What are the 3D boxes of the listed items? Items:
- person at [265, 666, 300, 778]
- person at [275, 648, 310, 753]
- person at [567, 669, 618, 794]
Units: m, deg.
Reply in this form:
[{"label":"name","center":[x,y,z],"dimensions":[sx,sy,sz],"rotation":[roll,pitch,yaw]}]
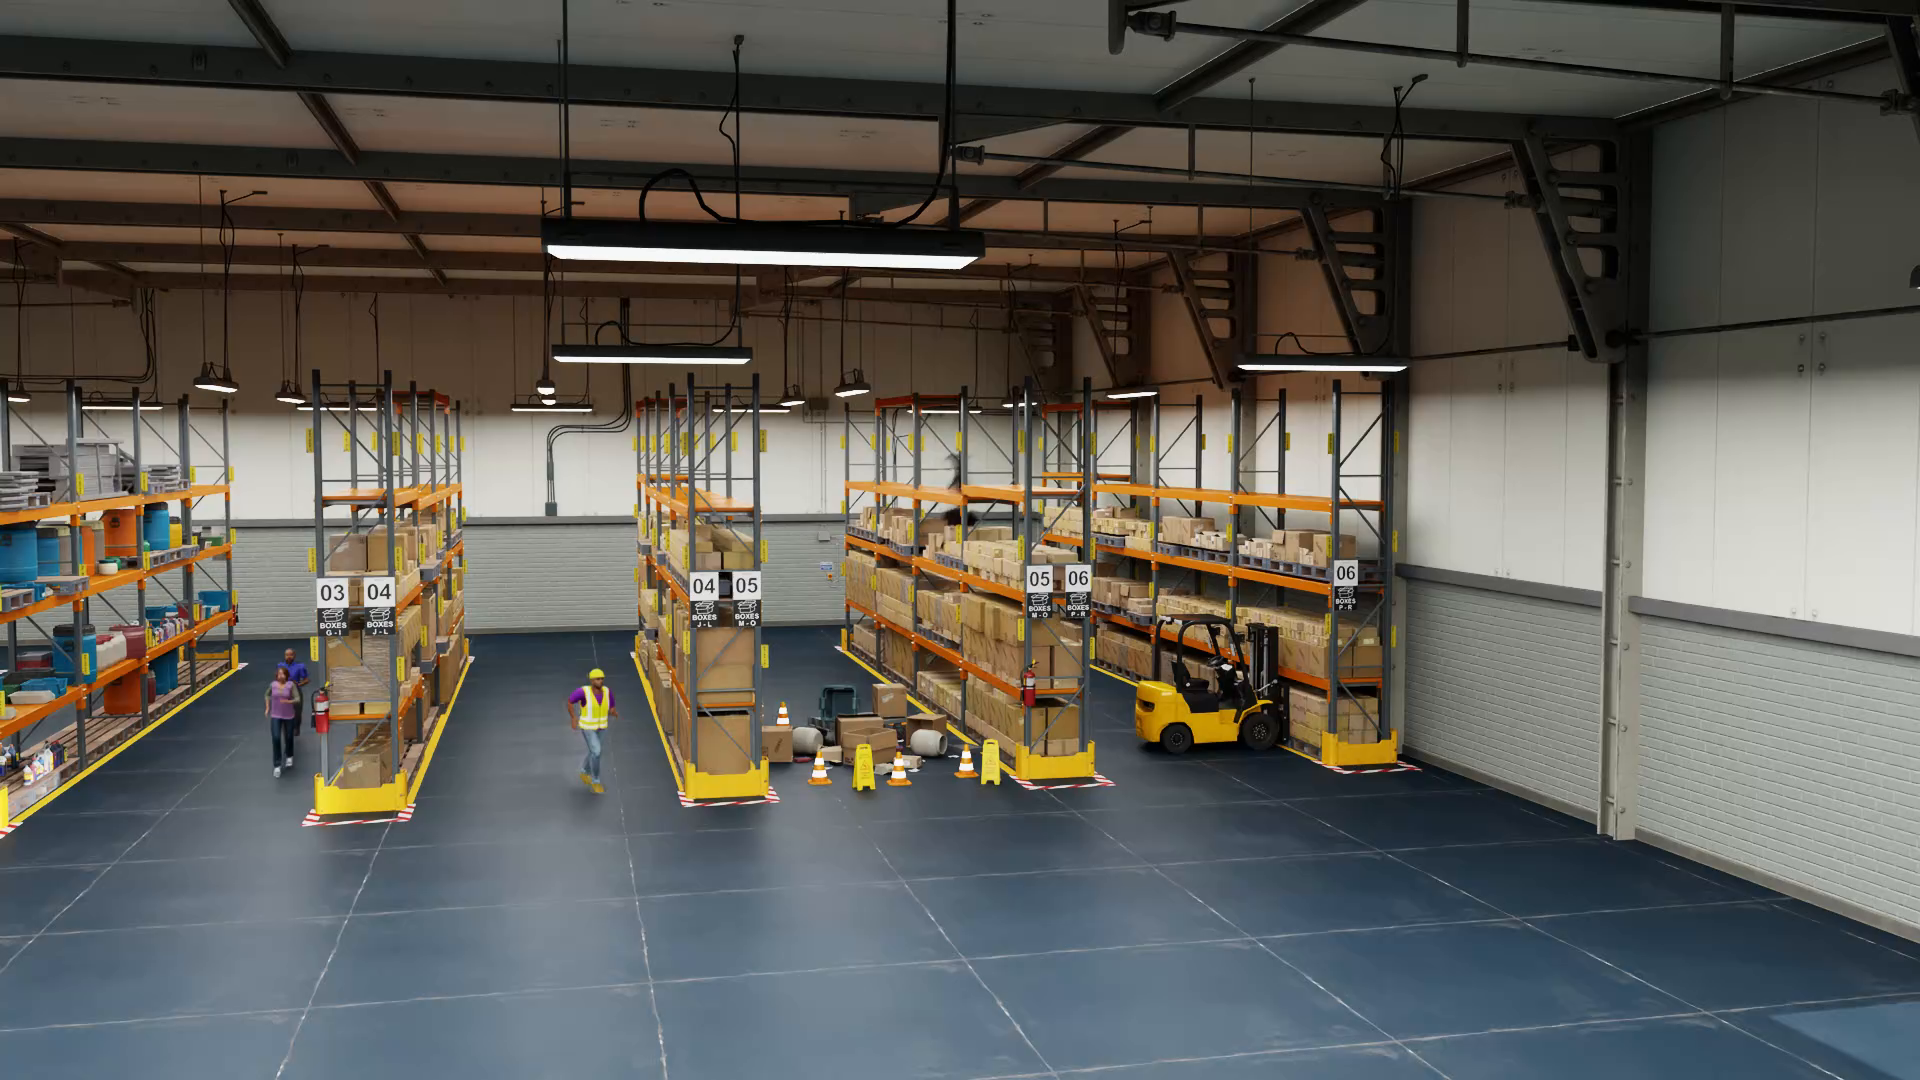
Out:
[{"label":"person","center":[-10.297,2.731,25.284],"dimensions":[0.514,1.638,0.749],"rotation":[-1,3,-19]},{"label":"person","center":[-10.999,2.614,27.400],"dimensions":[0.542,1.694,1.018],"rotation":[-1,4,-20]},{"label":"person","center":[-5.291,2.753,24.055],"dimensions":[0.896,1.815,0.620],"rotation":[3,5,43]}]
